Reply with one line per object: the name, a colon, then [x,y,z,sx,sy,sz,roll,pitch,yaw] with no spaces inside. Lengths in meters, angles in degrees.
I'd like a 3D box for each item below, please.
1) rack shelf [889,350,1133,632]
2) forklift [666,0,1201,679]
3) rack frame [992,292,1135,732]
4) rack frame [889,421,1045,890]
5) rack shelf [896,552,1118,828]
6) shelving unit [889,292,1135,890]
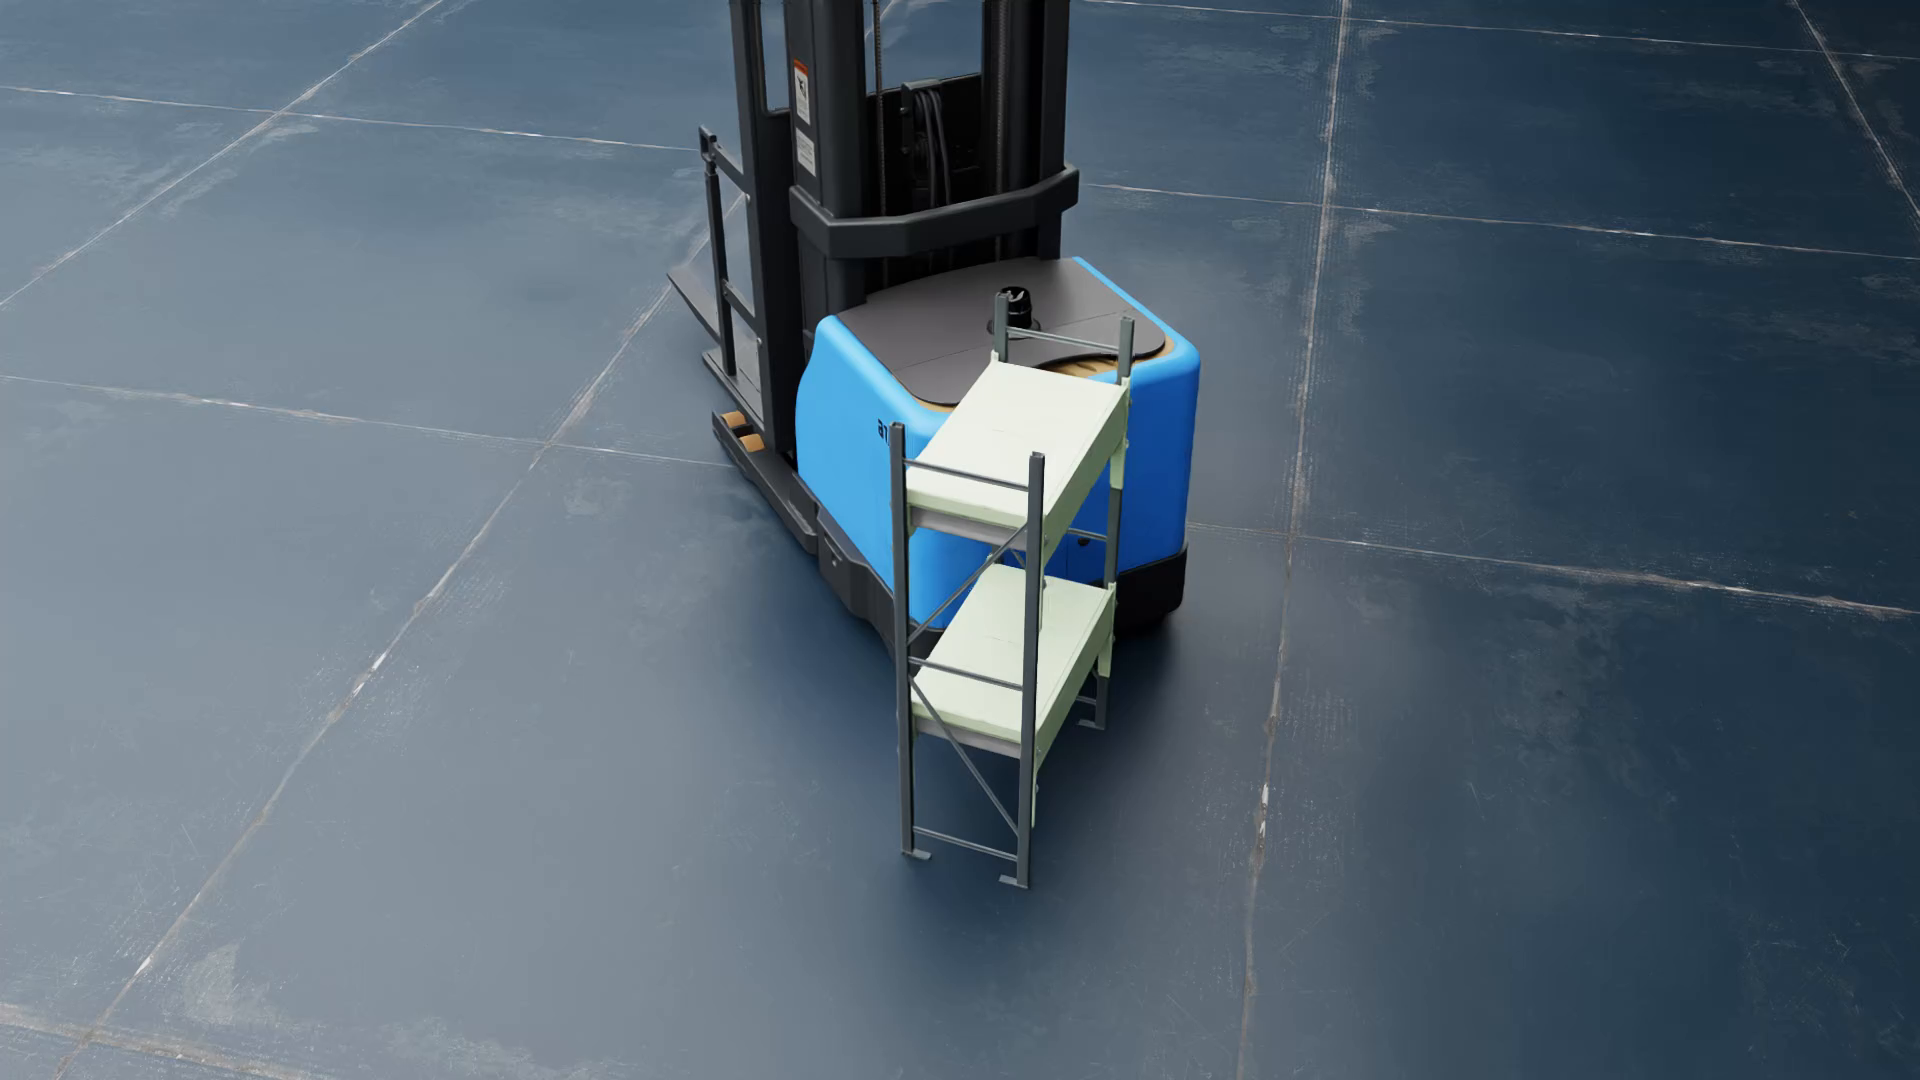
rack shelf: [0.151,-0.153,4.517,0.431,0.370,0.720,13,38,18]
forklift: [-0.344,-1.550,5.892,1.130,2.935,3.031,-17,39,-22]
rack frame: [0.287,-0.036,5.022,0.400,1.500,0.023,13,38,18]
rack frame: [0.015,0.363,4.471,0.400,1.500,0.023,13,38,18]
rack shelf: [0.151,0.427,4.938,0.431,0.370,0.720,13,38,18]
shelving unit: [0.151,0.163,4.746,0.431,1.500,0.755,13,38,18]
